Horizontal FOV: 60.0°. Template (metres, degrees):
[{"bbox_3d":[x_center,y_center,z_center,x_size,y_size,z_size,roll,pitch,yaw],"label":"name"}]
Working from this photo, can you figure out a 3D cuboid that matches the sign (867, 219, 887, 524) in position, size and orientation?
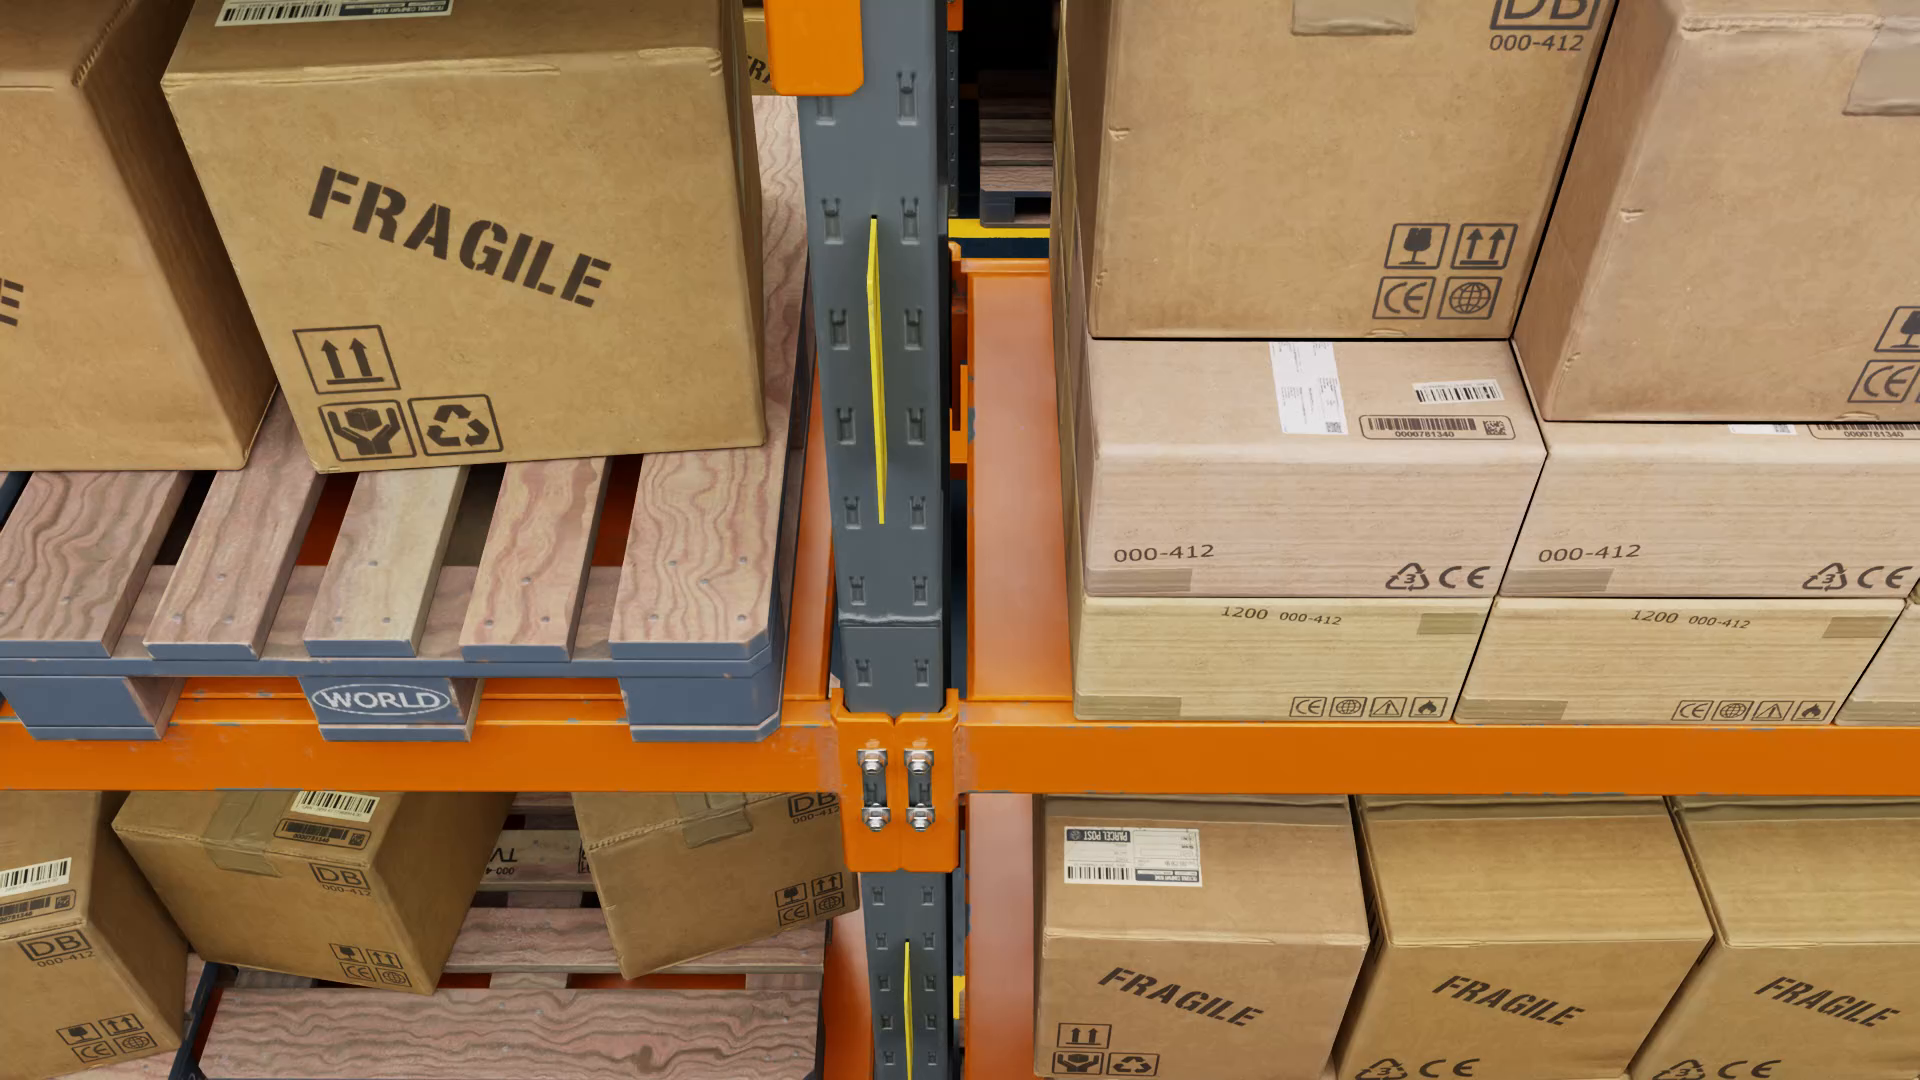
[{"bbox_3d":[-0.083,-0.163,1.681,0.005,0.325,0.100,0,47,0],"label":"sign"}]

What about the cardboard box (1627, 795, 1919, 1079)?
[{"bbox_3d":[1.416,0.599,2.892,0.500,0.500,0.500,-1,47,-1],"label":"cardboard box"}]

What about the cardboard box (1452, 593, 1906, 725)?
[{"bbox_3d":[0.901,-0.021,2.273,0.500,0.250,0.500,0,47,0],"label":"cardboard box"}]

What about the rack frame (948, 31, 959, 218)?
[{"bbox_3d":[-0.070,-2.863,6.865,0.127,3.000,1.000,0,47,0],"label":"rack frame"}]

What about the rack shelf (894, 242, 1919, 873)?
[{"bbox_3d":[1.916,-0.008,2.650,4.000,0.370,1.077,0,47,0],"label":"rack shelf"}]

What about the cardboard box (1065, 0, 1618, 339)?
[{"bbox_3d":[0.402,-0.660,2.014,0.500,0.500,0.700,0,47,0],"label":"cardboard box"}]

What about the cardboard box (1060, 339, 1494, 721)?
[{"bbox_3d":[0.401,-0.025,2.277,0.500,0.250,0.500,0,47,0],"label":"cardboard box"}]

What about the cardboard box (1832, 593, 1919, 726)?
[{"bbox_3d":[1.401,-0.018,2.271,0.500,0.250,0.500,0,47,0],"label":"cardboard box"}]

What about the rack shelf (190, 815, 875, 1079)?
[{"bbox_3d":[-2.084,1.003,3.759,4.000,0.370,1.077,0,47,0],"label":"rack shelf"}]

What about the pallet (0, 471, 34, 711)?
[{"bbox_3d":[-1.773,-0.248,2.511,1.003,0.211,1.213,0,47,0],"label":"pallet"}]

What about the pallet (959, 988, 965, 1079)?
[{"bbox_3d":[0.602,1.716,4.509,1.213,0.211,1.003,0,47,0],"label":"pallet"}]

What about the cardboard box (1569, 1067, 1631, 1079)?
[{"bbox_3d":[0.936,0.929,3.268,0.500,0.500,0.500,1,47,1],"label":"cardboard box"}]

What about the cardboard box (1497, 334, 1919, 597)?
[{"bbox_3d":[0.901,-0.195,2.094,0.500,0.250,0.500,0,47,0],"label":"cardboard box"}]

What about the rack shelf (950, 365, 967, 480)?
[{"bbox_3d":[-0.085,-0.389,5.833,1.000,0.185,0.538,0,47,0],"label":"rack shelf"}]

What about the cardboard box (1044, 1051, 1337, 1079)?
[{"bbox_3d":[0.424,0.930,3.267,0.500,0.500,0.500,1,47,1],"label":"cardboard box"}]

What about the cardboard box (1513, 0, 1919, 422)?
[{"bbox_3d":[0.902,-0.555,1.917,0.500,0.500,0.700,0,47,0],"label":"cardboard box"}]

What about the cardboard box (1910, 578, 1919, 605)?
[{"bbox_3d":[1.401,-0.185,2.084,0.500,0.250,0.500,0,47,0],"label":"cardboard box"}]

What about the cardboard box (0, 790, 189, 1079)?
[{"bbox_3d":[-1.851,0.627,3.262,0.500,0.500,0.700,-11,48,-10],"label":"cardboard box"}]

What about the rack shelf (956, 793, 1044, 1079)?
[{"bbox_3d":[1.916,1.014,3.748,4.000,0.370,1.077,0,47,0],"label":"rack shelf"}]

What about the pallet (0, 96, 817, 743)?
[{"bbox_3d":[-0.736,-0.248,2.511,1.003,0.211,1.213,0,47,0],"label":"pallet"}]

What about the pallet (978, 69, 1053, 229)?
[{"bbox_3d":[0.691,-1.853,7.831,1.213,0.211,1.003,0,47,0],"label":"pallet"}]

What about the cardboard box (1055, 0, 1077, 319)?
[{"bbox_3d":[0.403,-0.575,2.448,0.500,0.250,0.500,0,47,0],"label":"cardboard box"}]

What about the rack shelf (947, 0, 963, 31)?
[{"bbox_3d":[1.930,-2.612,7.123,4.000,0.370,1.077,0,47,0],"label":"rack shelf"}]

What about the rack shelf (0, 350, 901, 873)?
[{"bbox_3d":[-2.084,-0.019,2.661,4.000,0.370,1.077,0,47,0],"label":"rack shelf"}]

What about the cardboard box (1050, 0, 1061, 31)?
[{"bbox_3d":[0.534,-2.444,7.453,0.250,0.149,0.380,0,47,0],"label":"cardboard box"}]

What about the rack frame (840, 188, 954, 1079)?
[{"bbox_3d":[-0.084,0.763,3.490,0.127,3.000,1.000,0,47,0],"label":"rack frame"}]

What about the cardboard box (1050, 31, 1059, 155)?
[{"bbox_3d":[0.678,-2.077,7.555,0.500,0.500,0.700,1,47,1],"label":"cardboard box"}]

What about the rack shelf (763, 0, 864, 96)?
[{"bbox_3d":[-2.084,-0.905,1.709,4.000,0.370,1.077,0,47,0],"label":"rack shelf"}]

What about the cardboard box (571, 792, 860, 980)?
[{"bbox_3d":[-0.557,0.421,3.453,0.500,0.500,0.700,-14,49,-13],"label":"cardboard box"}]

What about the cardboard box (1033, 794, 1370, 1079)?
[{"bbox_3d":[0.386,0.596,2.895,0.500,0.500,0.500,1,47,1],"label":"cardboard box"}]

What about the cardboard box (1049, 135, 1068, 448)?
[{"bbox_3d":[0.403,-0.401,2.627,0.500,0.250,0.500,0,47,0],"label":"cardboard box"}]

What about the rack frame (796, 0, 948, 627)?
[{"bbox_3d":[-0.084,-1.281,1.294,0.127,3.000,1.000,0,47,0],"label":"rack frame"}]

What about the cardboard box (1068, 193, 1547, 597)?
[{"bbox_3d":[0.401,-0.195,2.094,0.500,0.250,0.500,0,47,0],"label":"cardboard box"}]

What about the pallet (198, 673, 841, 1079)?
[{"bbox_3d":[-0.883,0.747,3.637,1.213,0.211,1.003,0,47,0],"label":"pallet"}]

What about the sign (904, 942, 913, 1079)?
[{"bbox_3d":[-0.083,0.775,2.688,0.005,0.325,0.100,0,47,0],"label":"sign"}]

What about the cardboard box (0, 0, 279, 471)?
[{"bbox_3d":[-1.256,-0.510,2.203,0.600,0.600,0.600,0,47,0],"label":"cardboard box"}]

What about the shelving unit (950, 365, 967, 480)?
[{"bbox_3d":[-0.076,-0.511,5.701,1.083,1.500,0.587,0,47,0],"label":"shelving unit"}]

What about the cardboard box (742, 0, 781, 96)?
[{"bbox_3d":[-0.720,-2.180,7.411,0.750,0.750,0.750,1,47,1],"label":"cardboard box"}]

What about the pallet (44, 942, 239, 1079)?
[{"bbox_3d":[-2.140,0.820,3.569,1.213,0.211,1.003,0,47,0],"label":"pallet"}]

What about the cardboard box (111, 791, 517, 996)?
[{"bbox_3d":[-1.245,0.466,3.412,0.500,0.500,0.700,7,47,6],"label":"cardboard box"}]

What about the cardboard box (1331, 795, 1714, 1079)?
[{"bbox_3d":[0.902,0.597,2.894,0.500,0.500,0.500,-1,47,-1],"label":"cardboard box"}]

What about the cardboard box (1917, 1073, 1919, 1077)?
[{"bbox_3d":[1.932,0.599,2.891,0.500,0.500,0.500,1,47,1],"label":"cardboard box"}]

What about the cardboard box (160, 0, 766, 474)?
[{"bbox_3d":[-0.588,-0.525,2.217,0.600,0.600,0.600,-4,47,-4],"label":"cardboard box"}]

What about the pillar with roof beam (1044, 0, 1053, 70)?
[{"bbox_3d":[0.618,-2.387,2.324,0.400,9.000,9.100,0,47,0],"label":"pillar with roof beam"}]

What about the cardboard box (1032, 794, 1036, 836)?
[{"bbox_3d":[0.417,0.543,3.627,0.500,0.500,0.500,1,47,1],"label":"cardboard box"}]

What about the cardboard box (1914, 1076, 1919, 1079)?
[{"bbox_3d":[1.437,0.932,3.265,0.500,0.500,0.500,0,47,0],"label":"cardboard box"}]
